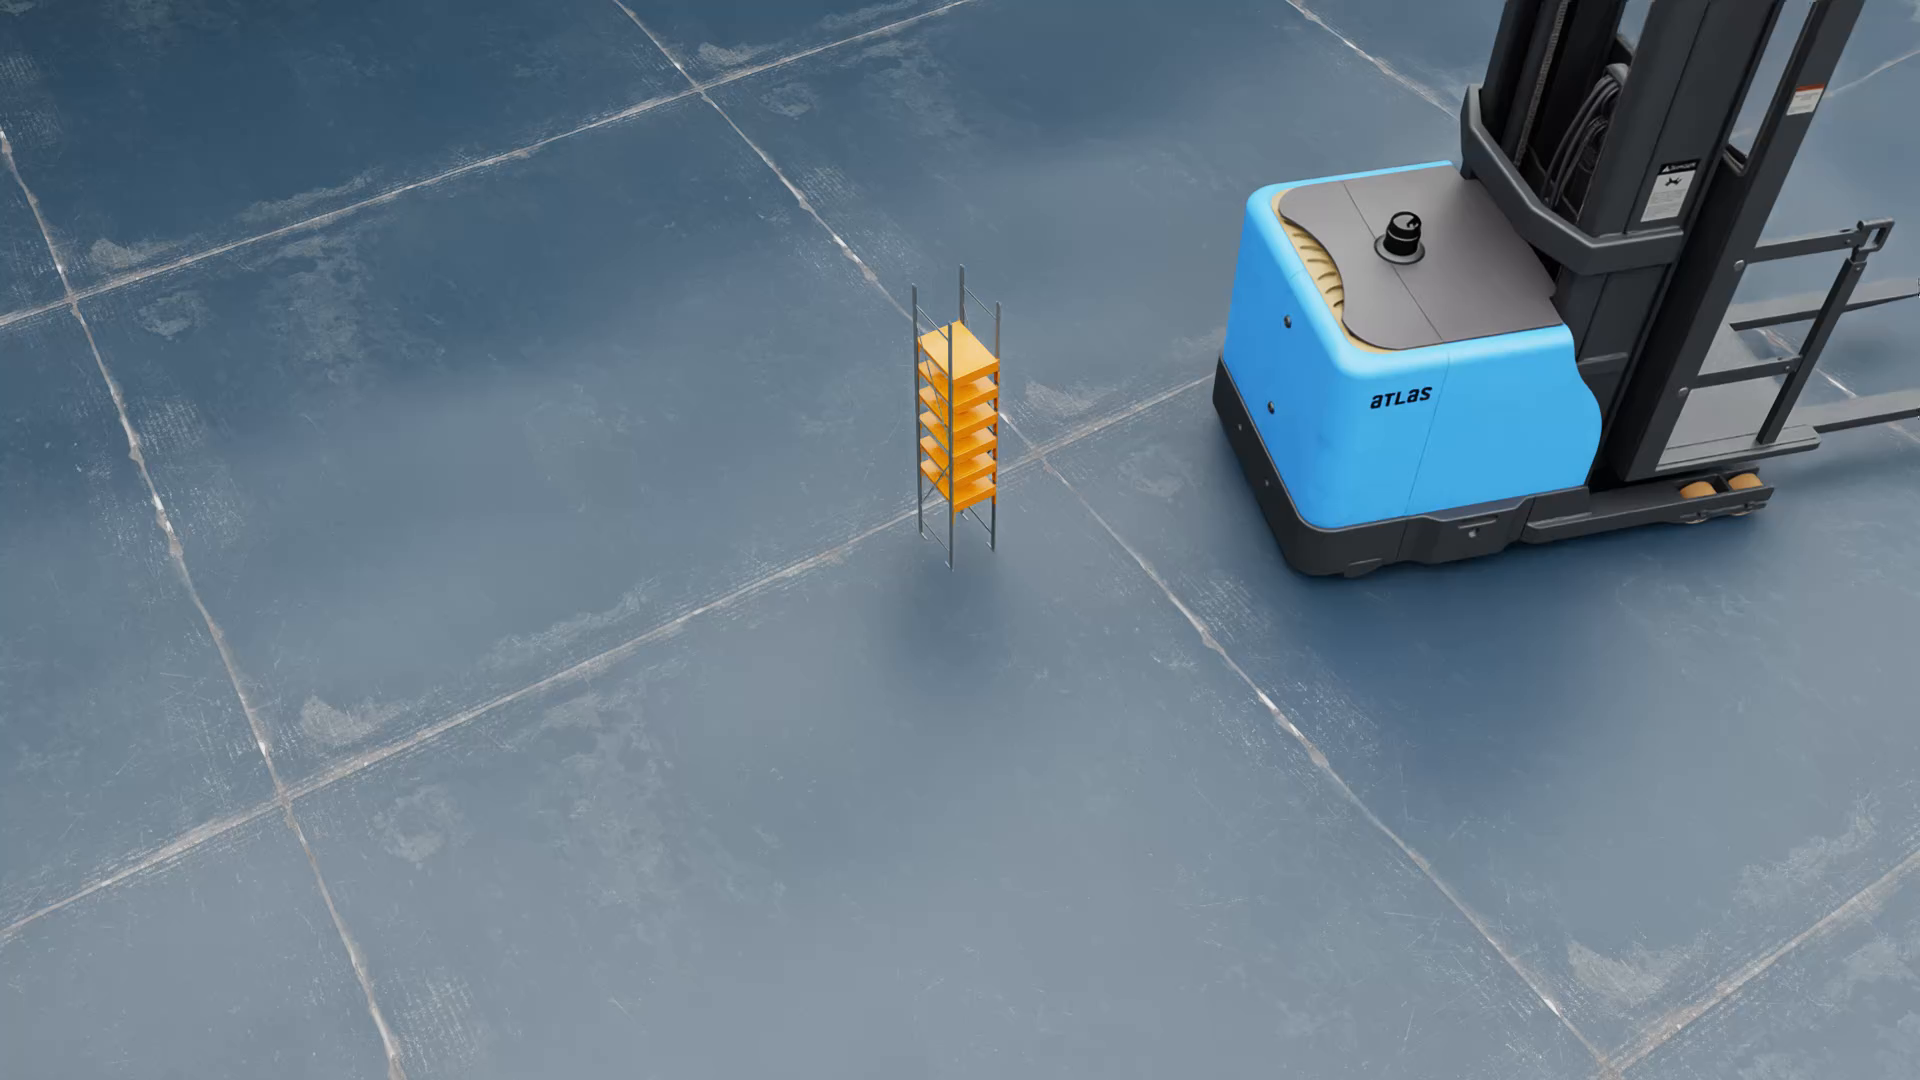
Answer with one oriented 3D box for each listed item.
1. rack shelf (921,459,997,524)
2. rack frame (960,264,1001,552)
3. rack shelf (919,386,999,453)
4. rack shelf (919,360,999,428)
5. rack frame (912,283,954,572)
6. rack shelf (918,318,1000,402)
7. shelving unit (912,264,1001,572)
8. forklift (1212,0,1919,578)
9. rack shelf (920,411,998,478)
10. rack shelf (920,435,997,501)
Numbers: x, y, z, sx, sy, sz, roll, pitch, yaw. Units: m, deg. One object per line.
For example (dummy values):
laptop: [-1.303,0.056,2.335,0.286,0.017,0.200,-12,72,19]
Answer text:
rack shelf: [-0.012,-0.204,6.009,0.180,0.103,0.258,-25,53,-21]
rack frame: [0.065,-0.430,5.829,0.006,1.200,0.240,-25,53,-21]
rack shelf: [-0.012,-0.444,5.740,0.180,0.103,0.258,-25,53,-21]
rack shelf: [-0.012,-0.523,5.651,0.180,0.103,0.258,-25,53,-21]
rack frame: [-0.090,-0.357,5.764,0.006,1.200,0.240,-25,53,-21]
rack shelf: [-0.012,-0.603,5.561,0.180,0.103,0.258,-25,53,-21]
shelving unit: [-0.012,-0.393,5.797,0.189,1.200,0.258,-25,53,-21]
forklift: [2.581,-1.413,5.546,3.031,2.935,1.130,-10,49,-8]
rack shelf: [-0.012,-0.364,5.830,0.180,0.103,0.258,-25,53,-21]
rack shelf: [-0.012,-0.284,5.920,0.180,0.103,0.258,-25,53,-21]
